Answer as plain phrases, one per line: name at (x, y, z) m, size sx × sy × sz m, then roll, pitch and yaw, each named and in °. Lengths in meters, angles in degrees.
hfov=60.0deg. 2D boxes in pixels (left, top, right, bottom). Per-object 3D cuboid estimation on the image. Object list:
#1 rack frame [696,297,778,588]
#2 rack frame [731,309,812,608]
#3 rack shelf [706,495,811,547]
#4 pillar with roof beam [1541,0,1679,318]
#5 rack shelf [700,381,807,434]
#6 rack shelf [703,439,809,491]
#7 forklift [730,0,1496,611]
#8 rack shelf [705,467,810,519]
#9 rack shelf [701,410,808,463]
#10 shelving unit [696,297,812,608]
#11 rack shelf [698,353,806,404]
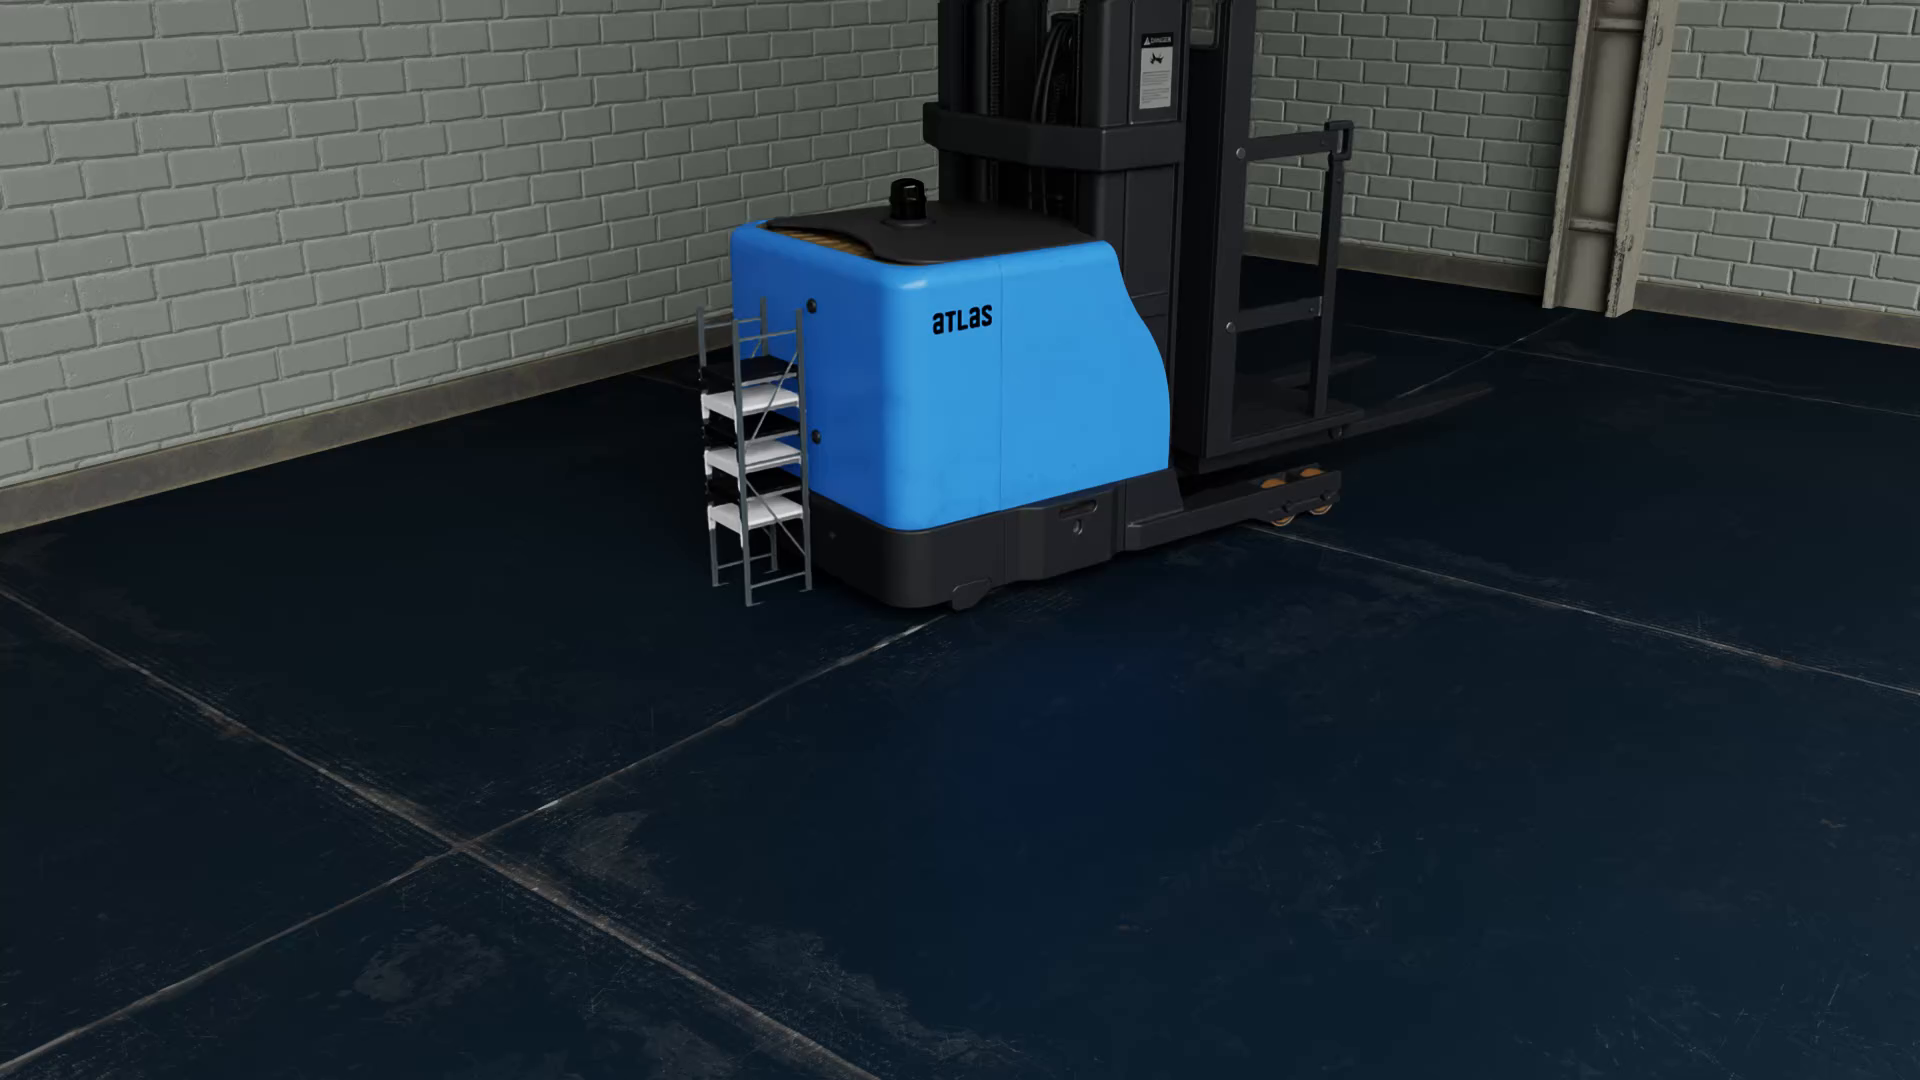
rack frame at (-0.689, -0.296, 5.179) m, size 0.240 × 0.900 × 0.006 m, roll -15°, pitch 26°, yaw -35°
rack frame at (-0.565, -0.240, 5.028) m, size 0.240 × 0.900 × 0.006 m, roll -15°, pitch 26°, yaw -35°
rack shelf at (-0.627, -0.068, 5.179) m, size 0.258 × 0.077 × 0.200 m, roll -15°, pitch 26°, yaw -35°
pillar with roof beam at (0.678, -4.294, 4.301) m, size 0.400 × 9.000 × 9.100 m, roll 16°, pitch 26°, yaw 36°
rack shelf at (-0.627, -0.405, 5.052) m, size 0.258 × 0.077 × 0.200 m, roll -15°, pitch 26°, yaw -35°
rack shelf at (-0.627, -0.237, 5.115) m, size 0.258 × 0.077 × 0.200 m, roll -15°, pitch 26°, yaw -35°
forklift at (0.736, -1.553, 5.632) m, size 3.031 × 2.935 × 1.130 m, roll -15°, pitch 25°, yaw -34°
rack shelf at (-0.627, -0.153, 5.147) m, size 0.258 × 0.077 × 0.200 m, roll -15°, pitch 26°, yaw -35°
rack shelf at (-0.627, -0.321, 5.084) m, size 0.258 × 0.077 × 0.200 m, roll -15°, pitch 26°, yaw -35°
shelving unit at (-0.627, -0.268, 5.104) m, size 0.258 × 0.900 × 0.210 m, roll -15°, pitch 26°, yaw -35°
rack shelf at (-0.627, -0.490, 5.020) m, size 0.258 × 0.077 × 0.200 m, roll -15°, pitch 26°, yaw -35°
